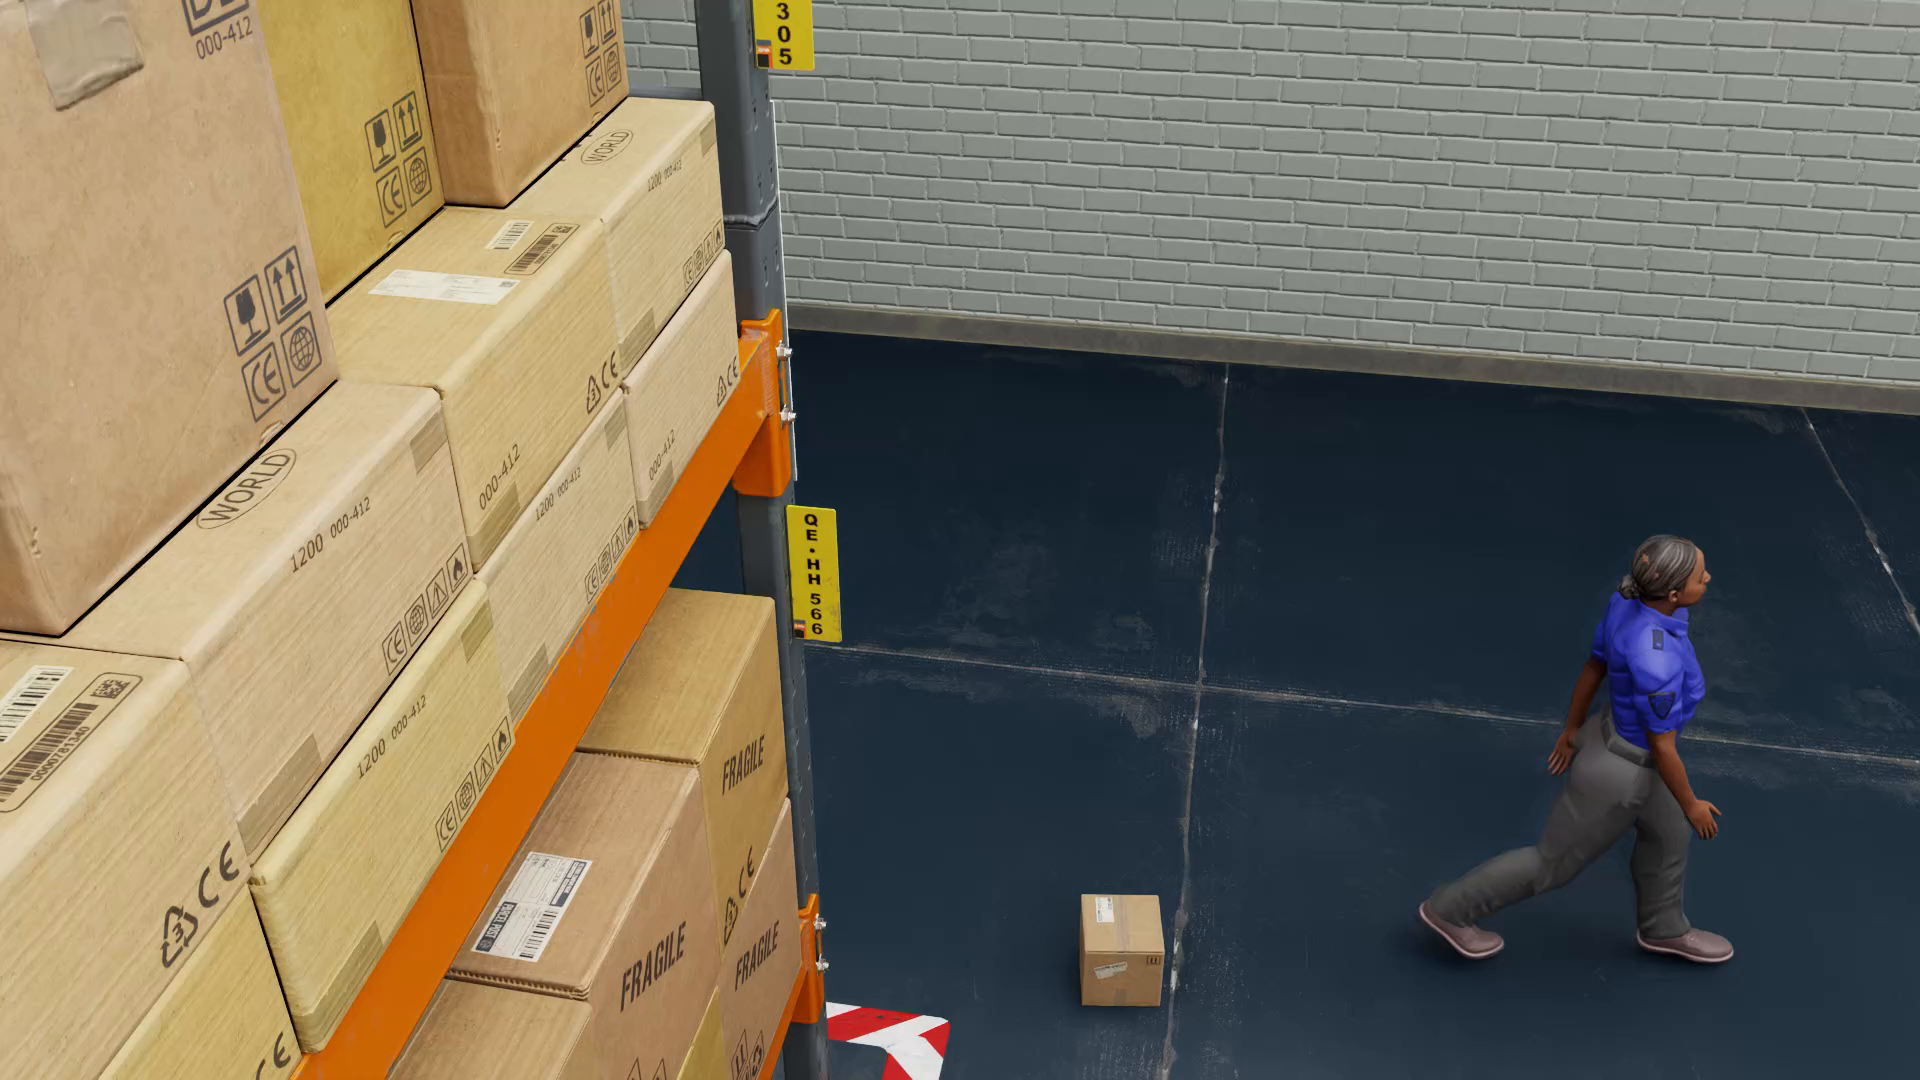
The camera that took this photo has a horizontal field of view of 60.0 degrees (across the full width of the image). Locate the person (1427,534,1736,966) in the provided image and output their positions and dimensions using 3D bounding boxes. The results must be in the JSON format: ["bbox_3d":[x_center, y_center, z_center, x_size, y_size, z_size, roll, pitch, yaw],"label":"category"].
[{"bbox_3d":[2.045,0.677,5.070,0.971,1.601,0.429,9,34,14],"label":"person"}]
